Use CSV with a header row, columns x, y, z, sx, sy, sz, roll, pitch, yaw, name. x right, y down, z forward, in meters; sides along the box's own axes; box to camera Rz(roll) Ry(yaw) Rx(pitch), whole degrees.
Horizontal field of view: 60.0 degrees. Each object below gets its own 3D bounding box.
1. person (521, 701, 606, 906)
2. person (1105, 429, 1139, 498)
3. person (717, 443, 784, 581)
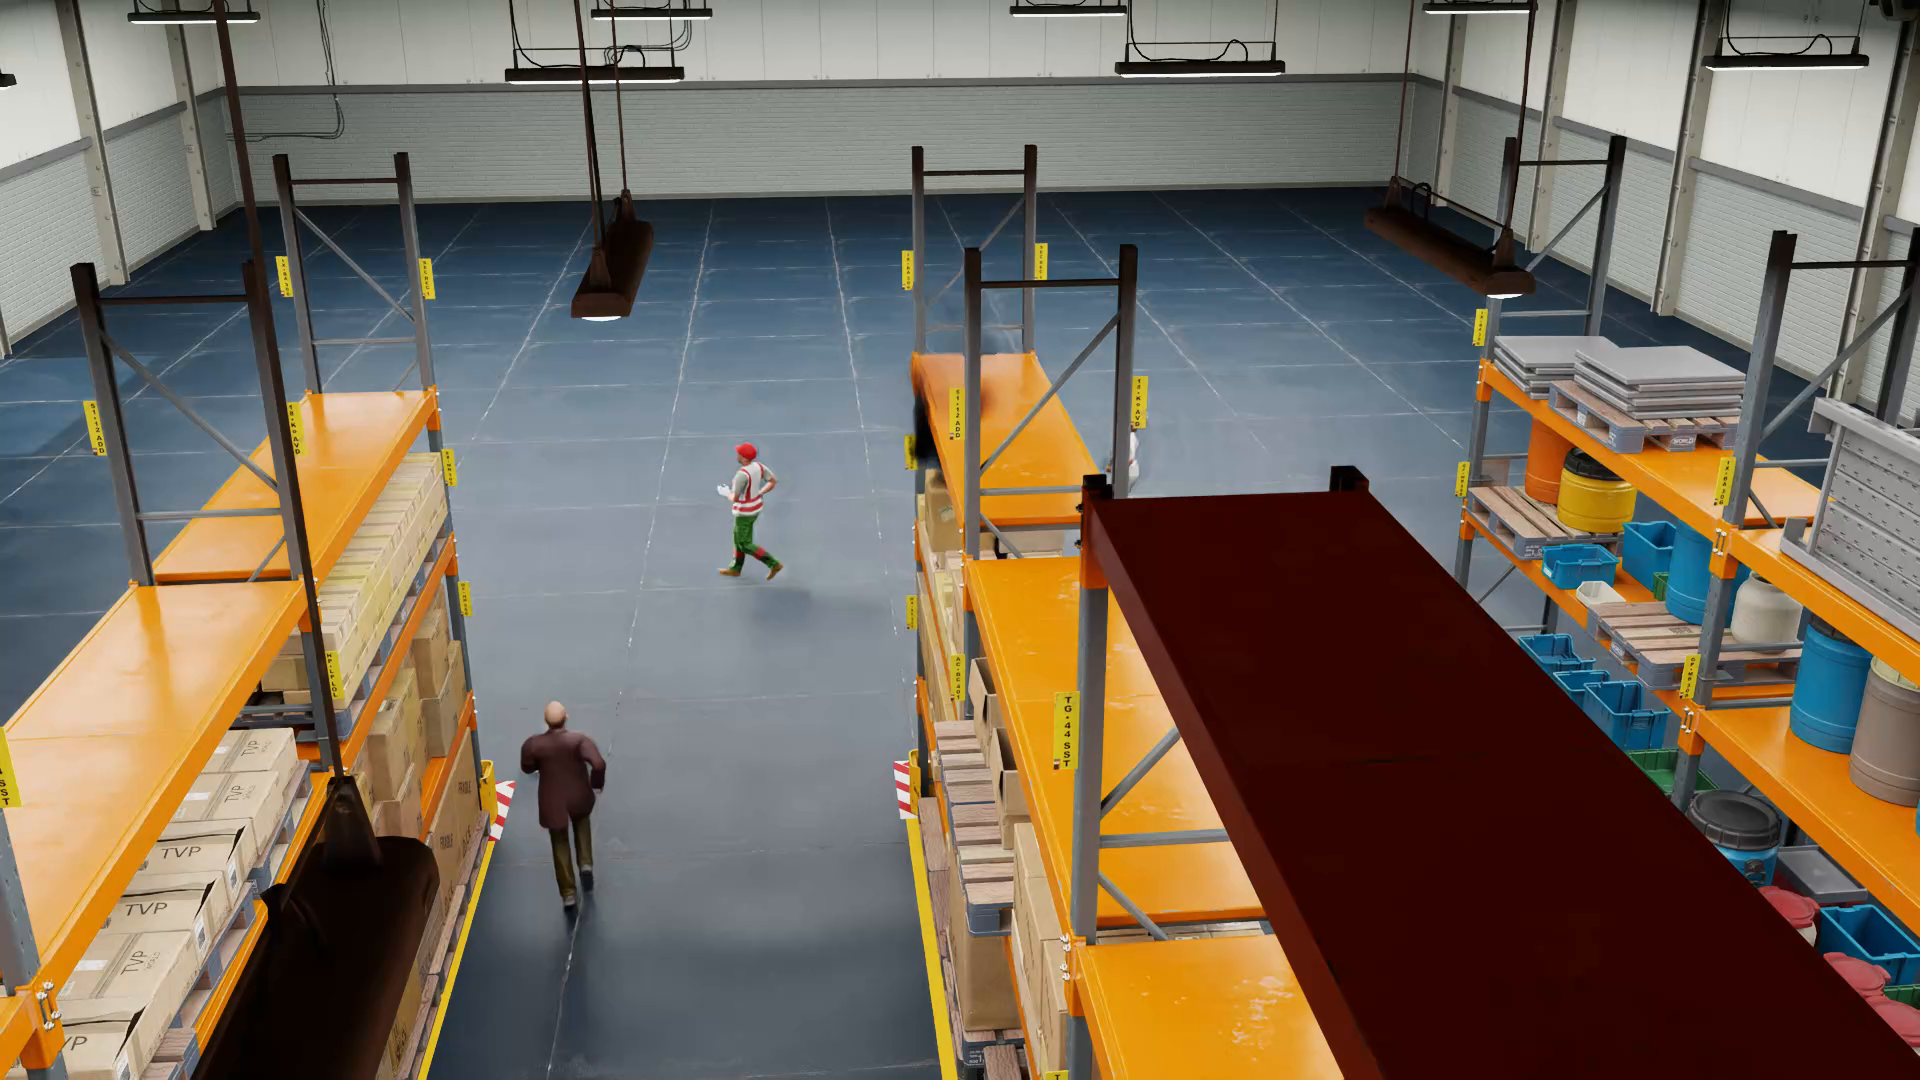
x,y,z,sx,sy,sz,roll,pitch,yaw,name
-3.266,2.157,13.804,0.670,1.834,0.809,-6,22,-15,person
2.166,-0.848,21.591,0.566,1.620,0.622,2,22,5,person
-2.549,-0.332,20.043,0.967,1.768,0.667,8,23,20,person
